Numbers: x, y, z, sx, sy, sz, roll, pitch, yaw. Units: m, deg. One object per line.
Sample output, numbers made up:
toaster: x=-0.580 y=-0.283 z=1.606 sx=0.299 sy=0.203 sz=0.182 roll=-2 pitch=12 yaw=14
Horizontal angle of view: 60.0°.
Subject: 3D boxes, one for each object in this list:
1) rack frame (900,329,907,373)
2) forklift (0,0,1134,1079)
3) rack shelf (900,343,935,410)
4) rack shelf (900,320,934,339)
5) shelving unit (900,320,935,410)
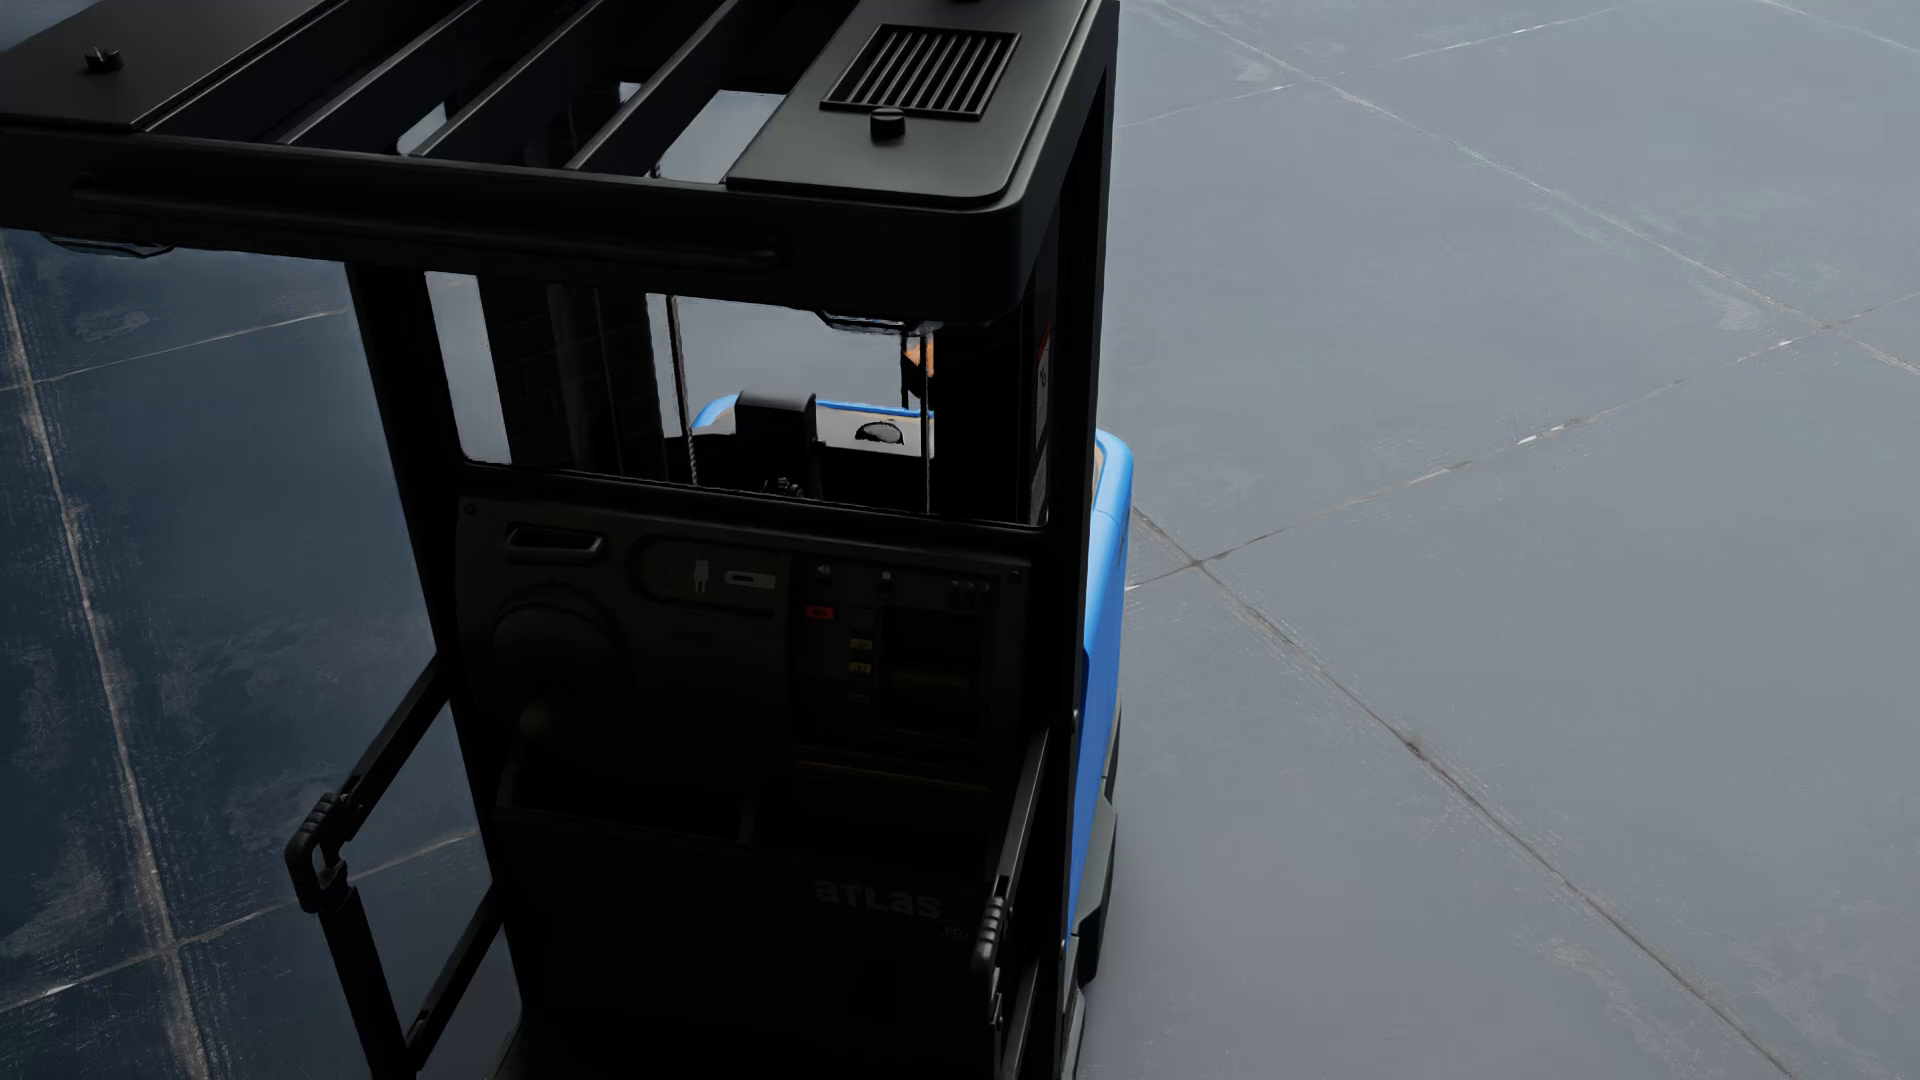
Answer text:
rack frame: x=-0.088 y=-0.513 z=5.063 sx=0.200 sy=1.050 sz=0.008 roll=-19 pitch=40 yaw=-24
forklift: x=-0.395 y=0.226 z=2.455 sx=1.130 sy=2.935 sz=3.031 roll=7 pitch=37 yaw=9
rack shelf: x=-0.027 y=-0.443 z=4.984 sx=0.215 sy=0.259 sz=0.240 roll=-19 pitch=40 yaw=-24
rack shelf: x=-0.027 y=-0.672 z=4.817 sx=0.215 sy=0.259 sz=0.240 roll=-19 pitch=40 yaw=-24
shelving unit: x=-0.027 y=-0.451 z=4.978 sx=0.215 sy=1.050 sz=0.252 roll=-19 pitch=40 yaw=-24
